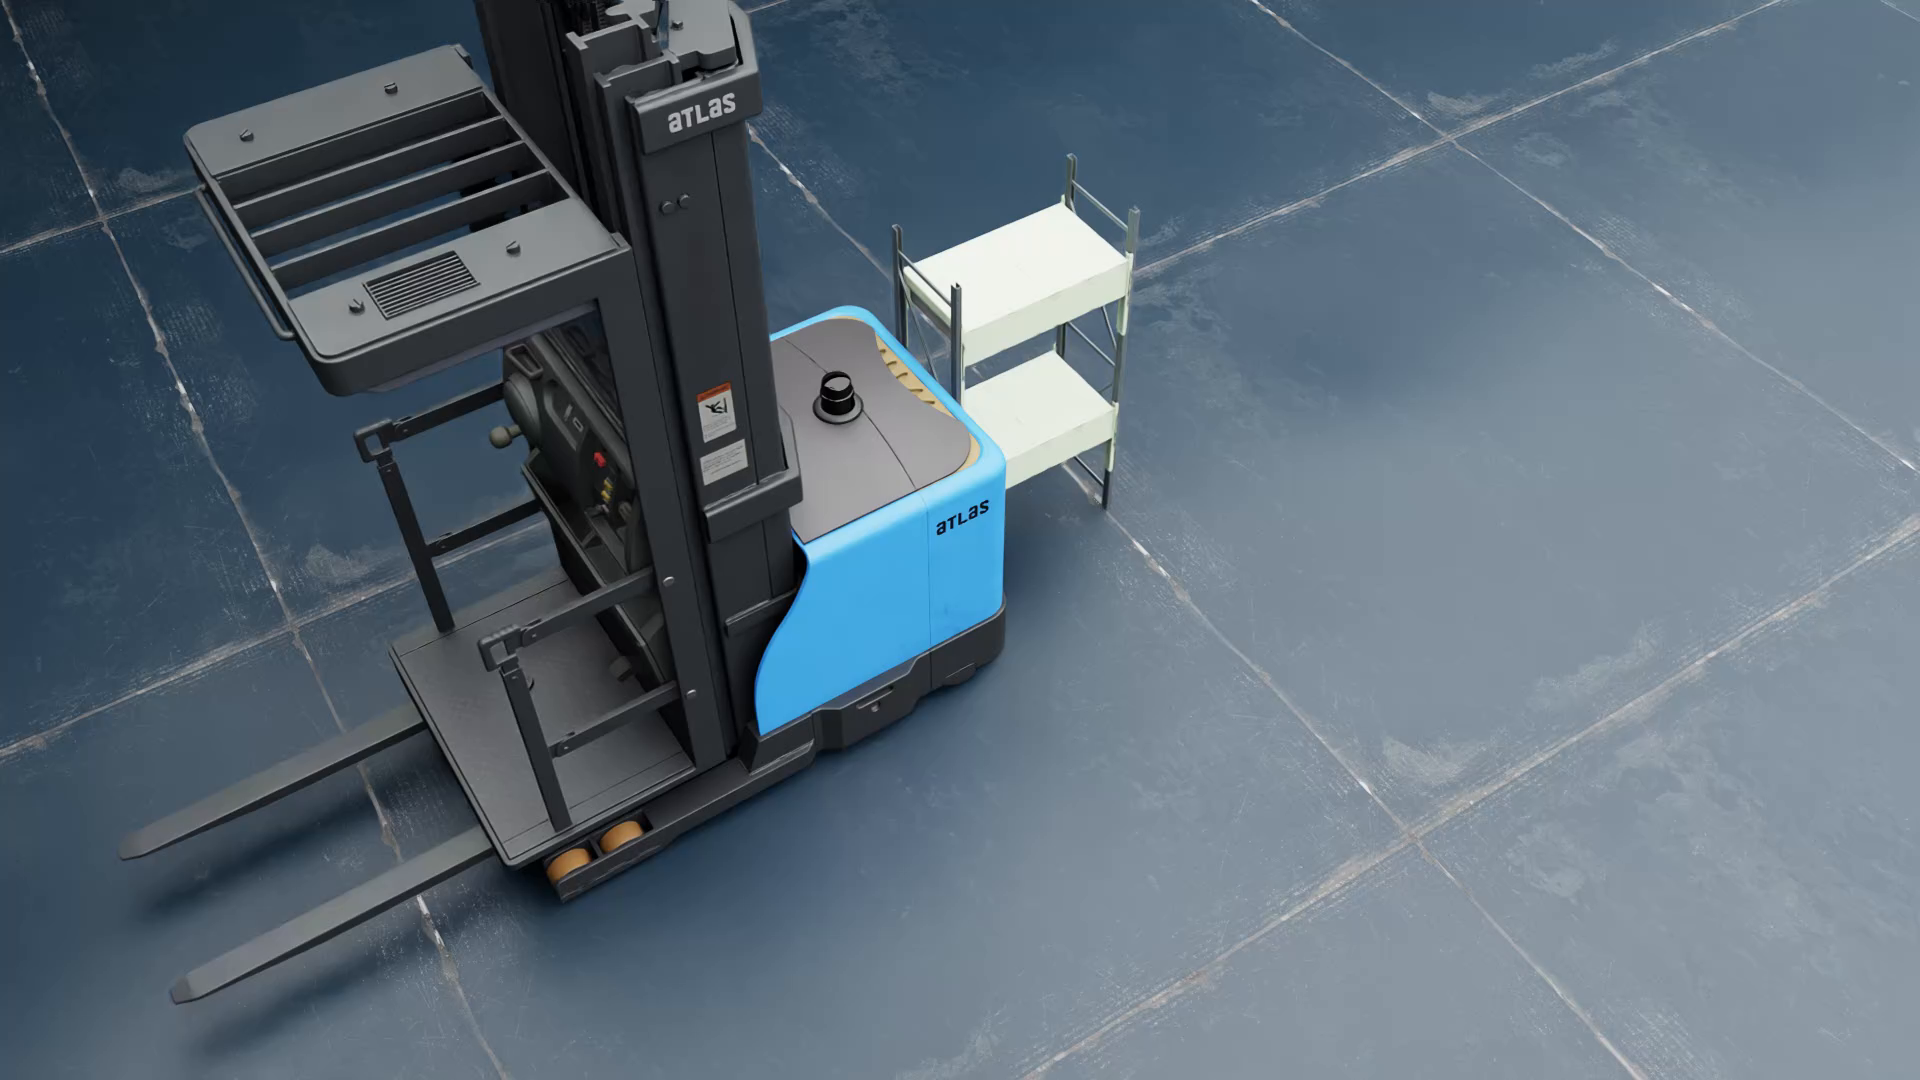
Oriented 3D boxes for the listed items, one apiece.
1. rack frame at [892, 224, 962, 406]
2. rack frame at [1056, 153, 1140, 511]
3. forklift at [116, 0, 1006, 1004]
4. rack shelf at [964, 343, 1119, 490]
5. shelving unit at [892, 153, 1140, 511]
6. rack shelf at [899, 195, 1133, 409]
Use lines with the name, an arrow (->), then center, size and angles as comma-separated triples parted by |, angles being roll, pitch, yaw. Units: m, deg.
rack frame -> -0.113, -0.445, 6.087 | 0.023, 1.500, 0.400 | -26, 53, -22
rack frame -> 0.498, -0.747, 6.356 | 0.023, 1.500, 0.400 | -26, 53, -22
forklift -> -1.342, -0.228, 4.936 | 3.031, 2.935, 1.130 | -26, 53, -22
rack shelf -> 0.192, -0.379, 6.465 | 0.720, 0.370, 0.431 | -26, 53, -22
shelving unit -> 0.192, -0.596, 6.222 | 0.755, 1.500, 0.431 | -26, 53, -22
rack shelf -> 0.192, -0.855, 5.930 | 0.720, 0.370, 0.431 | -26, 53, -22
